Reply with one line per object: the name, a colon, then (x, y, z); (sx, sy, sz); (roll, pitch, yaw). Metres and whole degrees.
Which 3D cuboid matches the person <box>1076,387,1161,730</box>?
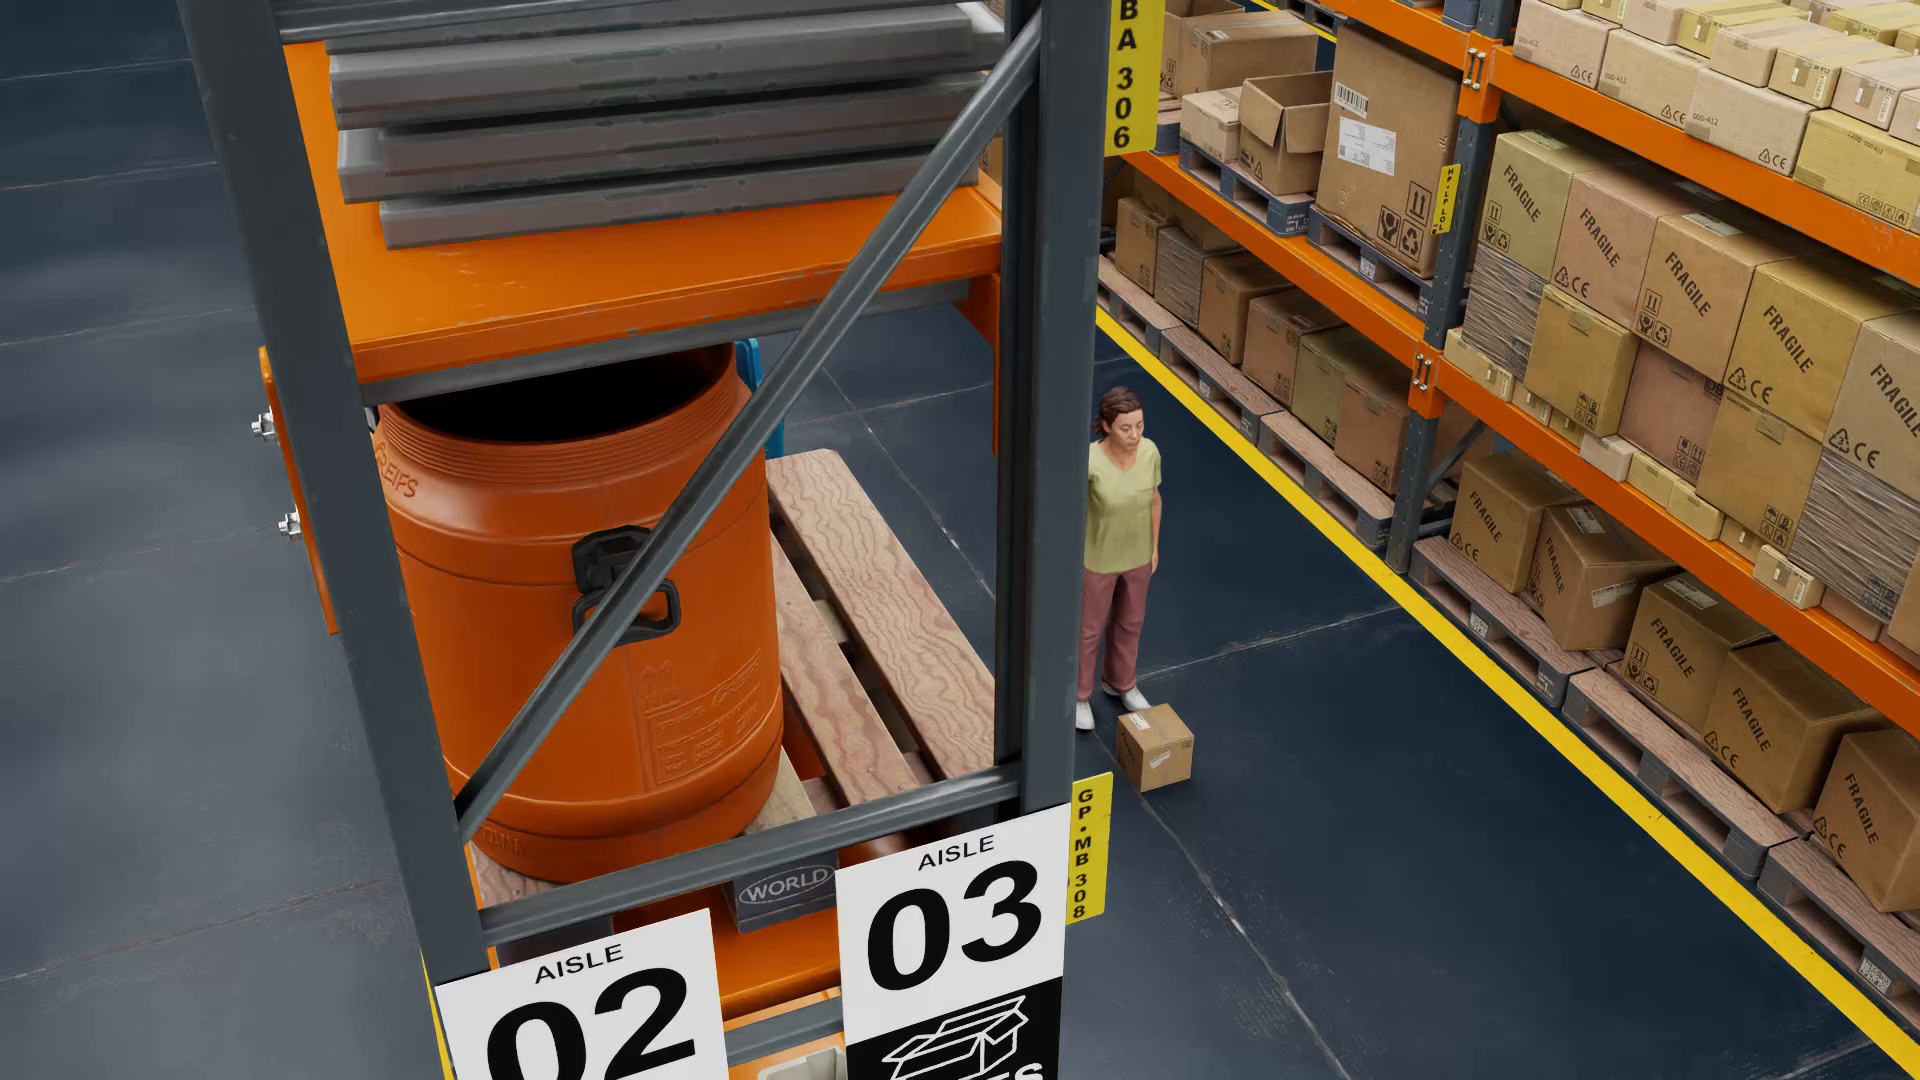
person: (0.688, 0.078, 7.407); (0.443, 1.672, 0.352); (-12, 35, -18)
